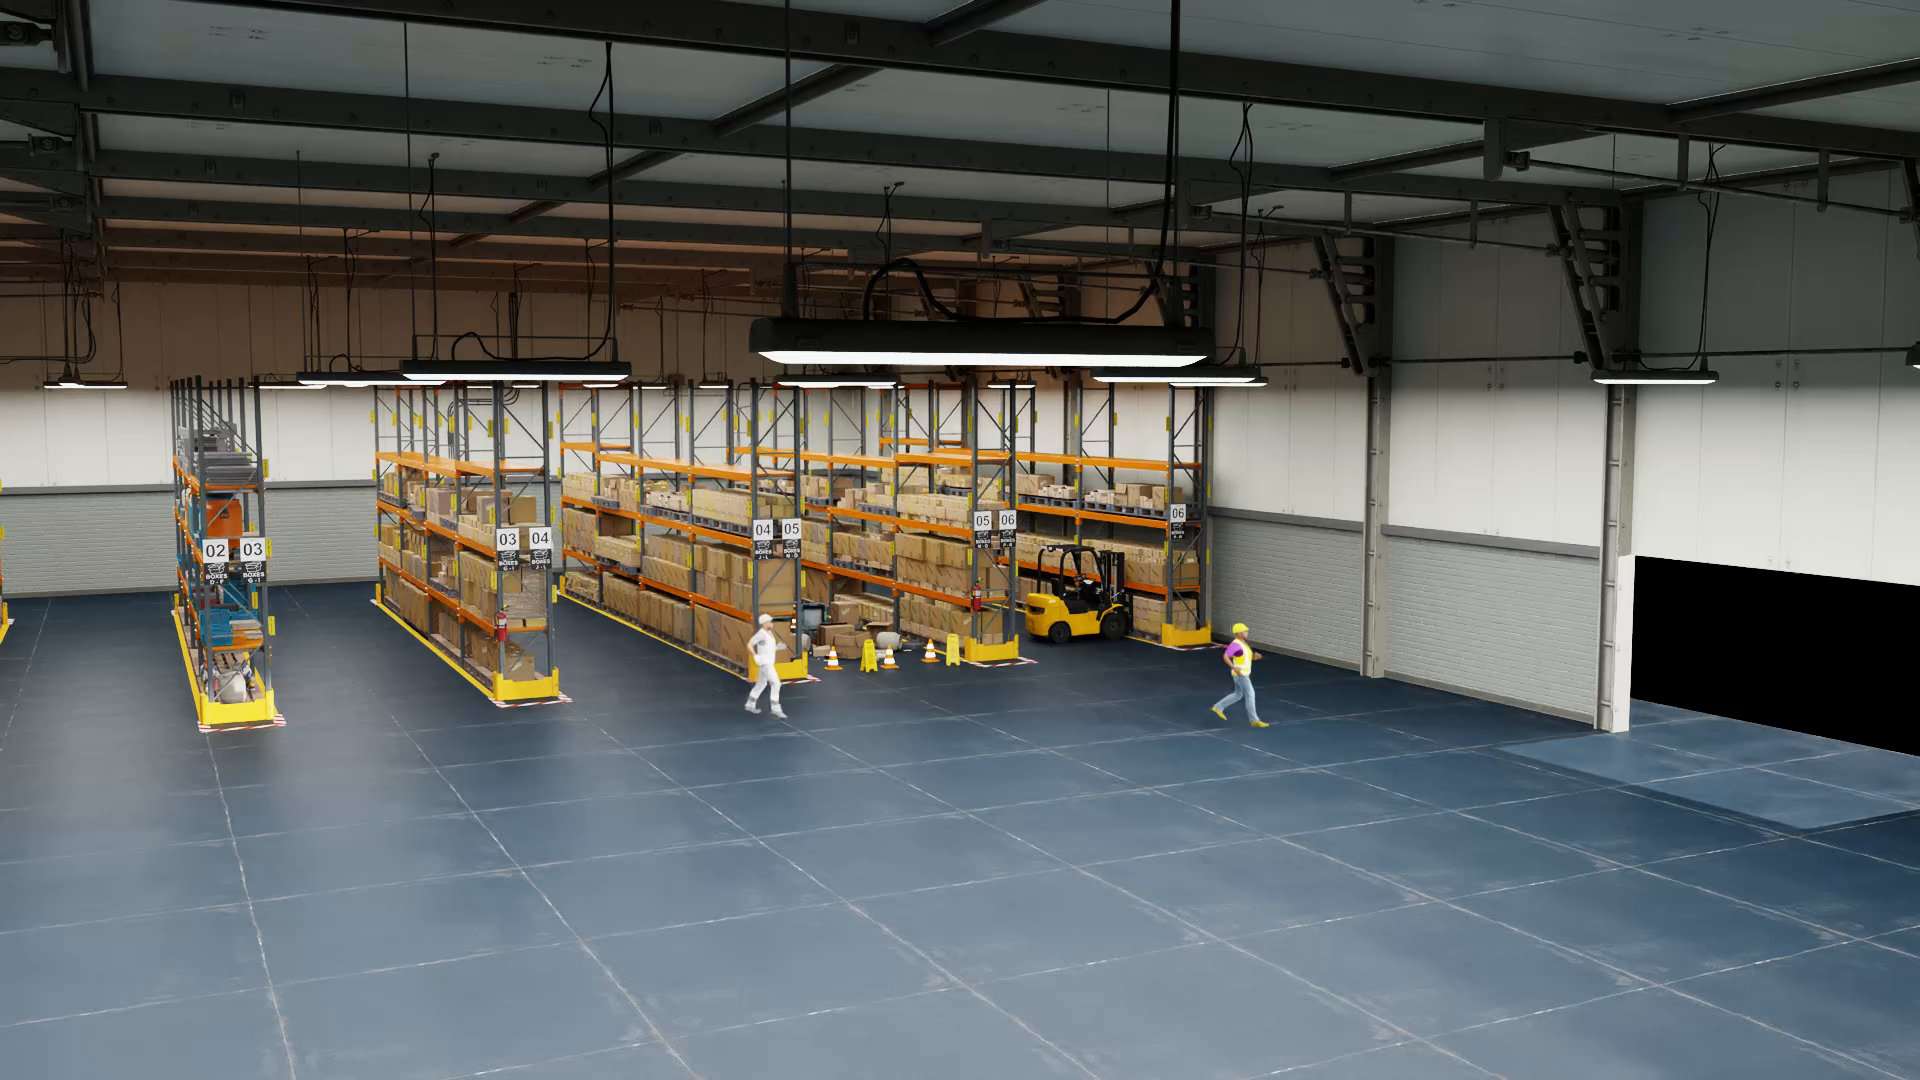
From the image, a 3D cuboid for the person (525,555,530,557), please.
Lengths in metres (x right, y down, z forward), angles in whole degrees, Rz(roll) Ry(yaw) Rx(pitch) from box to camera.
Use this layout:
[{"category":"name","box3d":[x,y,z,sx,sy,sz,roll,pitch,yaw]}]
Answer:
[{"category":"person","box3d":[-12.137,0.778,46.067,0.714,1.710,0.499,-1,5,-11]}]

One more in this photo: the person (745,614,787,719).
[{"category":"person","box3d":[-3.416,2.215,29.244,0.776,1.834,0.662,0,5,3]}]

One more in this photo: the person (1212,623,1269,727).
[{"category":"person","box3d":[4.798,2.294,28.416,0.990,1.747,0.706,1,5,15]}]
